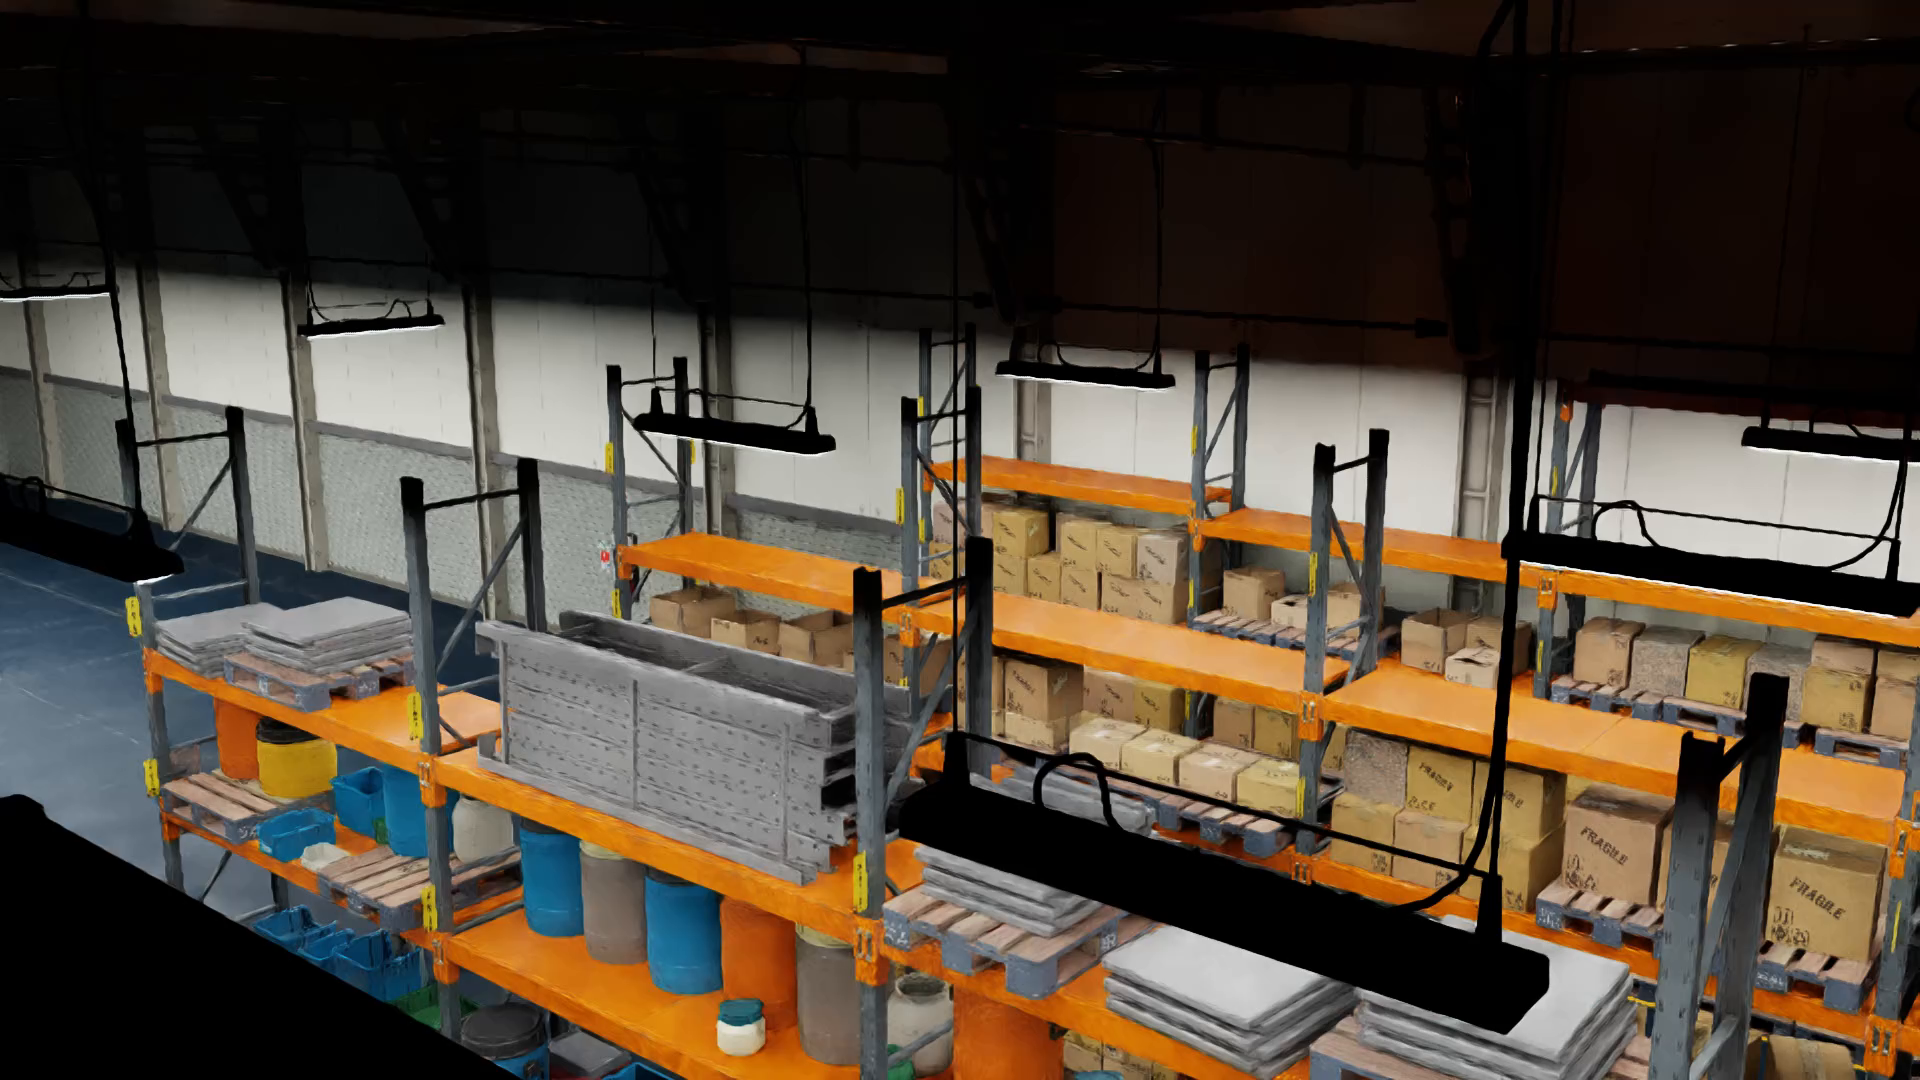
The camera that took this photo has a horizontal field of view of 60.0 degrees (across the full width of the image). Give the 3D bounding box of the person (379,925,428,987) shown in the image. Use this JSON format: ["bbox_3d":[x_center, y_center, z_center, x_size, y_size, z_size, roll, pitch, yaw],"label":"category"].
[{"bbox_3d":[-5.371,3.705,15.982,0.532,1.677,0.409,2,13,7],"label":"person"}]
